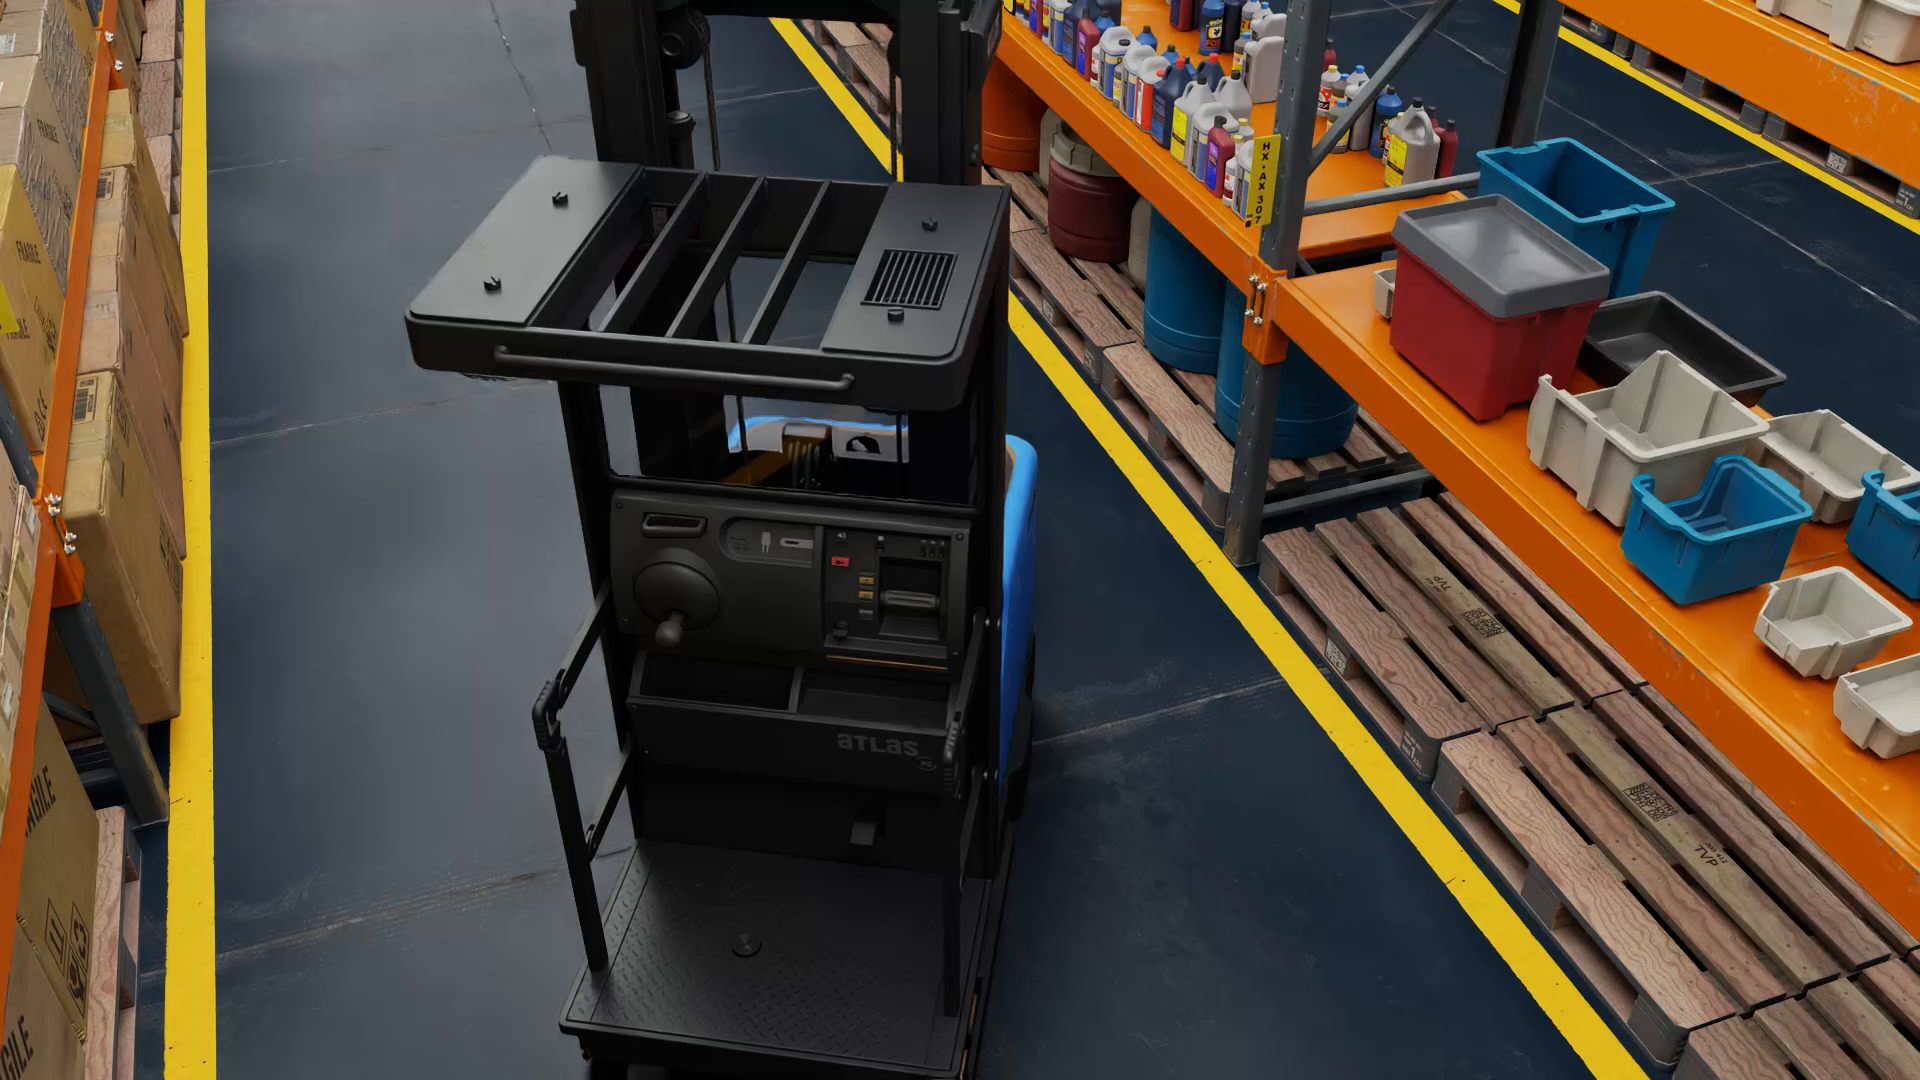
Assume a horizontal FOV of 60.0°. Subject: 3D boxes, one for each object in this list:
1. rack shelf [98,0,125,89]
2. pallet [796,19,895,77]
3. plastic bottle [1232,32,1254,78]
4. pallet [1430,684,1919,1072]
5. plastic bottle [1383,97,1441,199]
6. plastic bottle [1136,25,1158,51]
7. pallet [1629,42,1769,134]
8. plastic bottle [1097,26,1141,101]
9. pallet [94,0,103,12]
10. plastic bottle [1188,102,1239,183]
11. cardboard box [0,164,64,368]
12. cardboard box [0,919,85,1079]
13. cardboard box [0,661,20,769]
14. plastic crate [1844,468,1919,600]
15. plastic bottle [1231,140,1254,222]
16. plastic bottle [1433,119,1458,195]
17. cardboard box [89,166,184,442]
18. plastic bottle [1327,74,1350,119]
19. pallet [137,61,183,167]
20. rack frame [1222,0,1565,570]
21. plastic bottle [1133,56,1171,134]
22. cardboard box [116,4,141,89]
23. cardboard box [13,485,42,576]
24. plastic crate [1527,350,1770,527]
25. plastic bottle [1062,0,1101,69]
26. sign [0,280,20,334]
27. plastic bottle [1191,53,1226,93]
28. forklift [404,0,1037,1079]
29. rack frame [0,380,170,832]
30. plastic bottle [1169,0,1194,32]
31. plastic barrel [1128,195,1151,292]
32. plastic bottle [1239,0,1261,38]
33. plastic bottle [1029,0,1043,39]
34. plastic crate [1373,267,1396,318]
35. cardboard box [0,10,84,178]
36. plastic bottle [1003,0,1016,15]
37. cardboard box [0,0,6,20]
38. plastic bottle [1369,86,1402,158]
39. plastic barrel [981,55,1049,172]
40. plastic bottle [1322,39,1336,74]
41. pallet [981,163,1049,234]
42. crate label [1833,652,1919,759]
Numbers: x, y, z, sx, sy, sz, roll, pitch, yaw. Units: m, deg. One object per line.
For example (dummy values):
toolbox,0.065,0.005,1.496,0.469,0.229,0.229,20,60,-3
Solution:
rack shelf,-5.172,-3.294,9.228,1.077,0.370,4.000,-12,39,-16
pallet,-0.480,-3.497,11.217,1.003,0.211,1.213,-12,39,-16
plastic bottle,1.232,-2.096,7.205,0.097,0.201,0.097,0,37,0
pallet,2.256,0.994,5.255,1.003,0.211,1.213,-12,39,-16
plastic bottle,1.712,-1.486,6.271,0.144,0.351,0.185,-12,39,-16
plastic bottle,0.789,-2.056,7.094,0.097,0.271,0.097,0,37,0
pallet,5.040,-2.957,10.500,1.003,0.211,1.213,-12,39,-16
plastic bottle,0.679,-2.022,7.044,0.152,0.276,0.135,-12,39,-16
pallet,-4.829,-2.755,8.074,1.213,0.211,1.003,-12,39,-16
plastic bottle,0.978,-1.530,6.391,0.152,0.276,0.135,-12,39,-16
cardboard box,-3.205,-0.827,5.272,0.500,0.500,0.500,-12,39,-16
cardboard box,-2.646,1.387,3.832,0.875,0.875,0.875,-12,39,-16
cardboard box,-2.429,0.449,3.870,0.380,0.149,0.250,-12,39,-15
plastic crate,2.587,-0.036,4.394,0.416,0.233,0.300,-12,39,-16
plastic bottle,1.104,-1.323,6.117,0.152,0.276,0.135,-12,39,-16
plastic bottle,1.817,-1.466,6.300,0.061,0.283,0.133,-12,39,-16
cardboard box,-3.966,-0.871,6.830,1.225,0.875,0.875,-12,39,-16
plastic bottle,1.568,-1.811,6.826,0.097,0.201,0.097,0,37,0
pallet,-5.167,-2.467,9.850,1.003,0.211,1.213,-12,39,-16
rack frame,1.543,-1.217,5.873,1.000,3.000,0.127,-12,39,-16
plastic bottle,0.805,-1.815,6.769,0.152,0.276,0.135,-12,39,-16
cardboard box,-5.330,-2.948,9.882,0.700,0.500,0.500,-16,40,-20
cardboard box,-2.695,0.013,4.448,0.380,0.149,0.250,-12,39,-16
plastic crate,1.896,-0.293,4.695,0.437,0.282,0.530,-12,39,-16
plastic bottle,0.540,-2.271,7.313,0.144,0.351,0.185,-12,39,-16
sign,-2.587,-0.685,4.381,0.100,0.325,0.005,-12,39,-16
plastic bottle,0.991,-1.783,6.665,0.144,0.351,0.185,-12,39,-16
forklift,-0.470,0.176,4.080,1.130,2.935,3.031,5,37,7
rack frame,-3.107,-0.192,4.511,1.000,3.000,0.127,-12,39,-16
plastic bottle,1.028,-2.510,7.686,0.061,0.283,0.133,-12,39,-16
plastic barrel,1.018,-1.440,7.887,0.421,0.512,0.421,0,37,0
plastic bottle,1.295,-2.286,7.399,0.097,0.271,0.097,0,37,0
plastic bottle,0.367,-2.457,7.615,0.061,0.283,0.133,-12,39,-16
plastic crate,1.569,-0.843,5.546,0.396,0.136,0.243,-12,39,-16
cardboard box,-3.734,-1.688,6.415,0.500,0.500,0.500,-14,39,-17
plastic bottle,0.254,-2.642,7.861,0.061,0.283,0.133,-12,39,-16
cardboard box,-4.026,-2.107,6.137,0.797,0.503,0.637,-12,39,-15
plastic bottle,1.681,-1.653,6.558,0.097,0.271,0.097,0,37,0
plastic barrel,0.351,-2.505,9.037,0.600,0.830,0.708,-12,39,-16
plastic bottle,1.512,-1.968,6.966,0.061,0.283,0.133,-12,39,-16
pallet,0.477,-1.926,9.132,1.003,0.211,1.213,-12,39,-16
crate label,2.264,0.382,3.920,0.396,0.136,0.243,-12,39,-16
